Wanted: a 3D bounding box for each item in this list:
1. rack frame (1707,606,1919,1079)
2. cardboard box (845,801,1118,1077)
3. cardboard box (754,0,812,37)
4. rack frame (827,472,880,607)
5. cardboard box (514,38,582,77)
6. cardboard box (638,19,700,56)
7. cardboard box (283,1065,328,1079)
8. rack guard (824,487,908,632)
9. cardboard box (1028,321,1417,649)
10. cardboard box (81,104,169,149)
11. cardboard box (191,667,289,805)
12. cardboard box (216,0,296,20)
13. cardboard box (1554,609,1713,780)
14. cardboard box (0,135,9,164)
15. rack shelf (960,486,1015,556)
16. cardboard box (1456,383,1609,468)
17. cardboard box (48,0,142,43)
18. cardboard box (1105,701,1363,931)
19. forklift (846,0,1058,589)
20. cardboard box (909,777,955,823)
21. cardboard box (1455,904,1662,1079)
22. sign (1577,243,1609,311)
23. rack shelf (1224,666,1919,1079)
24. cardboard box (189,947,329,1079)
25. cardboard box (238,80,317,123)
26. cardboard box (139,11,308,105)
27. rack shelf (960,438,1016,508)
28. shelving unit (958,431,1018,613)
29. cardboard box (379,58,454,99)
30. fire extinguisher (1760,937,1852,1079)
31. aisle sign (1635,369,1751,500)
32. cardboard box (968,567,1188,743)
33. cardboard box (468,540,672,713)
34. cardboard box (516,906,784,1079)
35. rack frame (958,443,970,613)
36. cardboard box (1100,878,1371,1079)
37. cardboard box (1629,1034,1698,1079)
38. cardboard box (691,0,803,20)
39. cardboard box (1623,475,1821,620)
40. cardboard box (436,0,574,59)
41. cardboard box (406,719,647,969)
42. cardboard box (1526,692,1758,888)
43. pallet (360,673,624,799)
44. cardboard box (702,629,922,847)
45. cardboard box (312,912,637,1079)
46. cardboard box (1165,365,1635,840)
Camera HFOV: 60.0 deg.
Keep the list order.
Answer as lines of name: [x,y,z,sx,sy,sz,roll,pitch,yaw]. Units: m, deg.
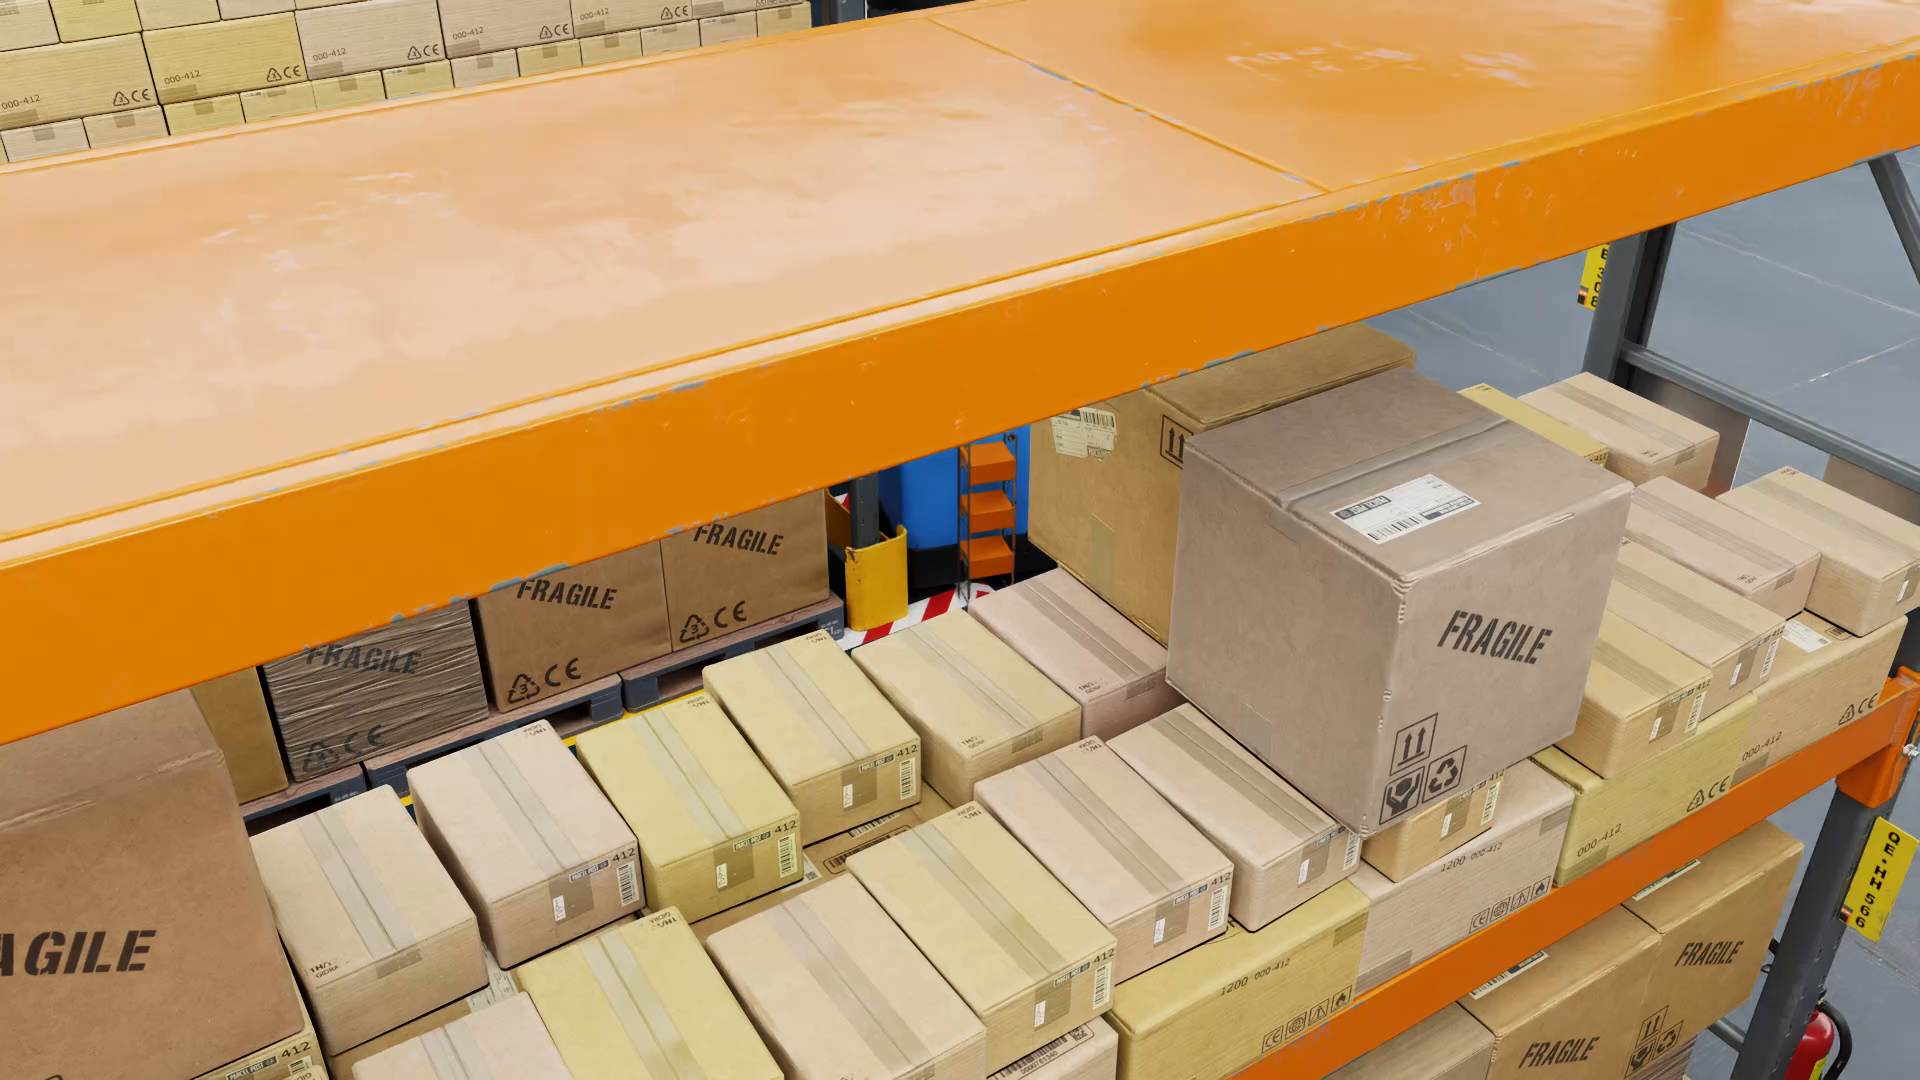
rack frame: [1.873,1.170,4.705,0.127,3.000,1.000,-19,37,-27]
cardboard box: [0.027,0.603,2.560,0.250,0.149,0.380,-20,37,-28]
cardboard box: [-0.825,-2.218,7.013,0.250,0.149,0.380,-19,37,-27]
rack frame: [-0.729,-1.084,8.278,0.127,3.000,1.000,-19,37,-27]
cardboard box: [-1.681,-1.923,6.546,0.250,0.149,0.380,-20,37,-28]
cardboard box: [-1.253,-2.071,6.779,0.250,0.149,0.380,-18,37,-27]
cardboard box: [-0.862,0.889,2.106,0.250,0.149,0.380,-21,38,-30]
rack guard: [-0.709,-0.033,8.956,0.348,0.500,1.175,-19,37,-27]
cardboard box: [0.479,-0.170,3.177,0.500,0.500,0.500,-19,37,-27]
cardboard box: [-2.963,-1.482,5.846,0.250,0.149,0.380,-20,37,-28]
cardboard box: [-3.525,0.643,7.138,0.875,0.875,0.875,-18,37,-27]
cardboard box: [-2.532,-1.968,5.869,0.250,0.149,0.380,-19,37,-27]
cardboard box: [1.158,0.250,3.119,0.250,0.149,0.380,-19,37,-27]
cardboard box: [-3.385,-1.338,5.618,0.250,0.149,0.380,-19,37,-27]
rack shelf: [0.136,-0.100,8.566,0.240,0.259,0.215,-9,33,-14]
cardboard box: [1.246,-0.197,3.827,0.250,0.149,0.380,-18,37,-26]
cardboard box: [-2.961,-1.820,5.635,0.250,0.149,0.380,-20,37,-28]
cardboard box: [0.456,0.447,2.806,0.250,0.149,0.380,-21,38,-30]
forklift: [-0.218,-1.760,9.415,1.130,2.935,3.031,-9,33,-14]
cardboard box: [0.045,0.434,3.201,0.500,0.250,0.500,-18,36,-26]
cardboard box: [1.128,0.996,3.672,0.500,0.500,0.500,-19,37,-27]
sign: [1.579,-0.712,4.058,0.005,0.325,0.100,-19,37,-27]
rack shelf: [0.192,0.784,3.181,4.000,0.370,1.077,-19,37,-27]
cardboard box: [-1.098,0.692,2.418,0.250,0.149,0.380,-19,37,-27]
cardboard box: [-2.532,-1.631,6.083,0.250,0.149,0.380,-19,37,-27]
cardboard box: [-2.682,-1.787,5.955,0.500,0.250,0.500,-19,37,-28]
rack shelf: [0.136,-0.340,8.414,0.240,0.259,0.215,-9,33,-14]
shelving unit: [0.136,-0.109,8.560,0.252,1.050,0.215,-9,33,-14]
cardboard box: [-2.107,-1.777,6.314,0.250,0.149,0.380,-18,37,-27]
fire extinguisher: [2.219,1.376,4.451,0.183,0.674,0.296,-19,37,-27]
aisle sign: [1.763,-0.082,4.254,0.004,0.787,0.394,-19,37,-27]
cardboard box: [0.220,0.226,3.158,0.250,0.149,0.380,-19,37,-28]
cardboard box: [-2.002,0.118,7.970,0.875,0.875,0.875,-20,37,-28]
cardboard box: [-0.439,0.730,2.359,0.250,0.149,0.380,-18,36,-26]
rack frame: [0.019,-0.091,8.531,0.008,1.050,0.200,-9,33,-14]
cardboard box: [0.332,0.656,2.850,0.500,0.250,0.500,-20,37,-28]
cardboard box: [1.396,1.148,4.367,0.500,0.500,0.875,-19,37,-27]
cardboard box: [-0.989,-2.368,6.876,0.500,0.250,0.500,-18,37,-27]
cardboard box: [1.526,0.039,3.454,0.250,0.149,0.380,-20,37,-29]
cardboard box: [-1.833,-2.079,6.418,0.500,0.250,0.500,-19,37,-28]
cardboard box: [-0.716,0.490,2.739,0.250,0.149,0.380,-20,37,-29]
cardboard box: [1.187,0.364,3.313,0.500,0.250,0.500,-19,37,-27]
pallet: [-2.383,0.713,8.044,1.213,0.211,1.003,-19,37,-27]
cardboard box: [-0.267,0.345,2.968,0.250,0.149,0.380,-17,36,-25]
cardboard box: [-0.803,0.726,2.739,0.500,0.250,0.500,-18,36,-26]
cardboard box: [0.707,0.083,2.776,0.500,0.500,0.500,-19,37,-27]
